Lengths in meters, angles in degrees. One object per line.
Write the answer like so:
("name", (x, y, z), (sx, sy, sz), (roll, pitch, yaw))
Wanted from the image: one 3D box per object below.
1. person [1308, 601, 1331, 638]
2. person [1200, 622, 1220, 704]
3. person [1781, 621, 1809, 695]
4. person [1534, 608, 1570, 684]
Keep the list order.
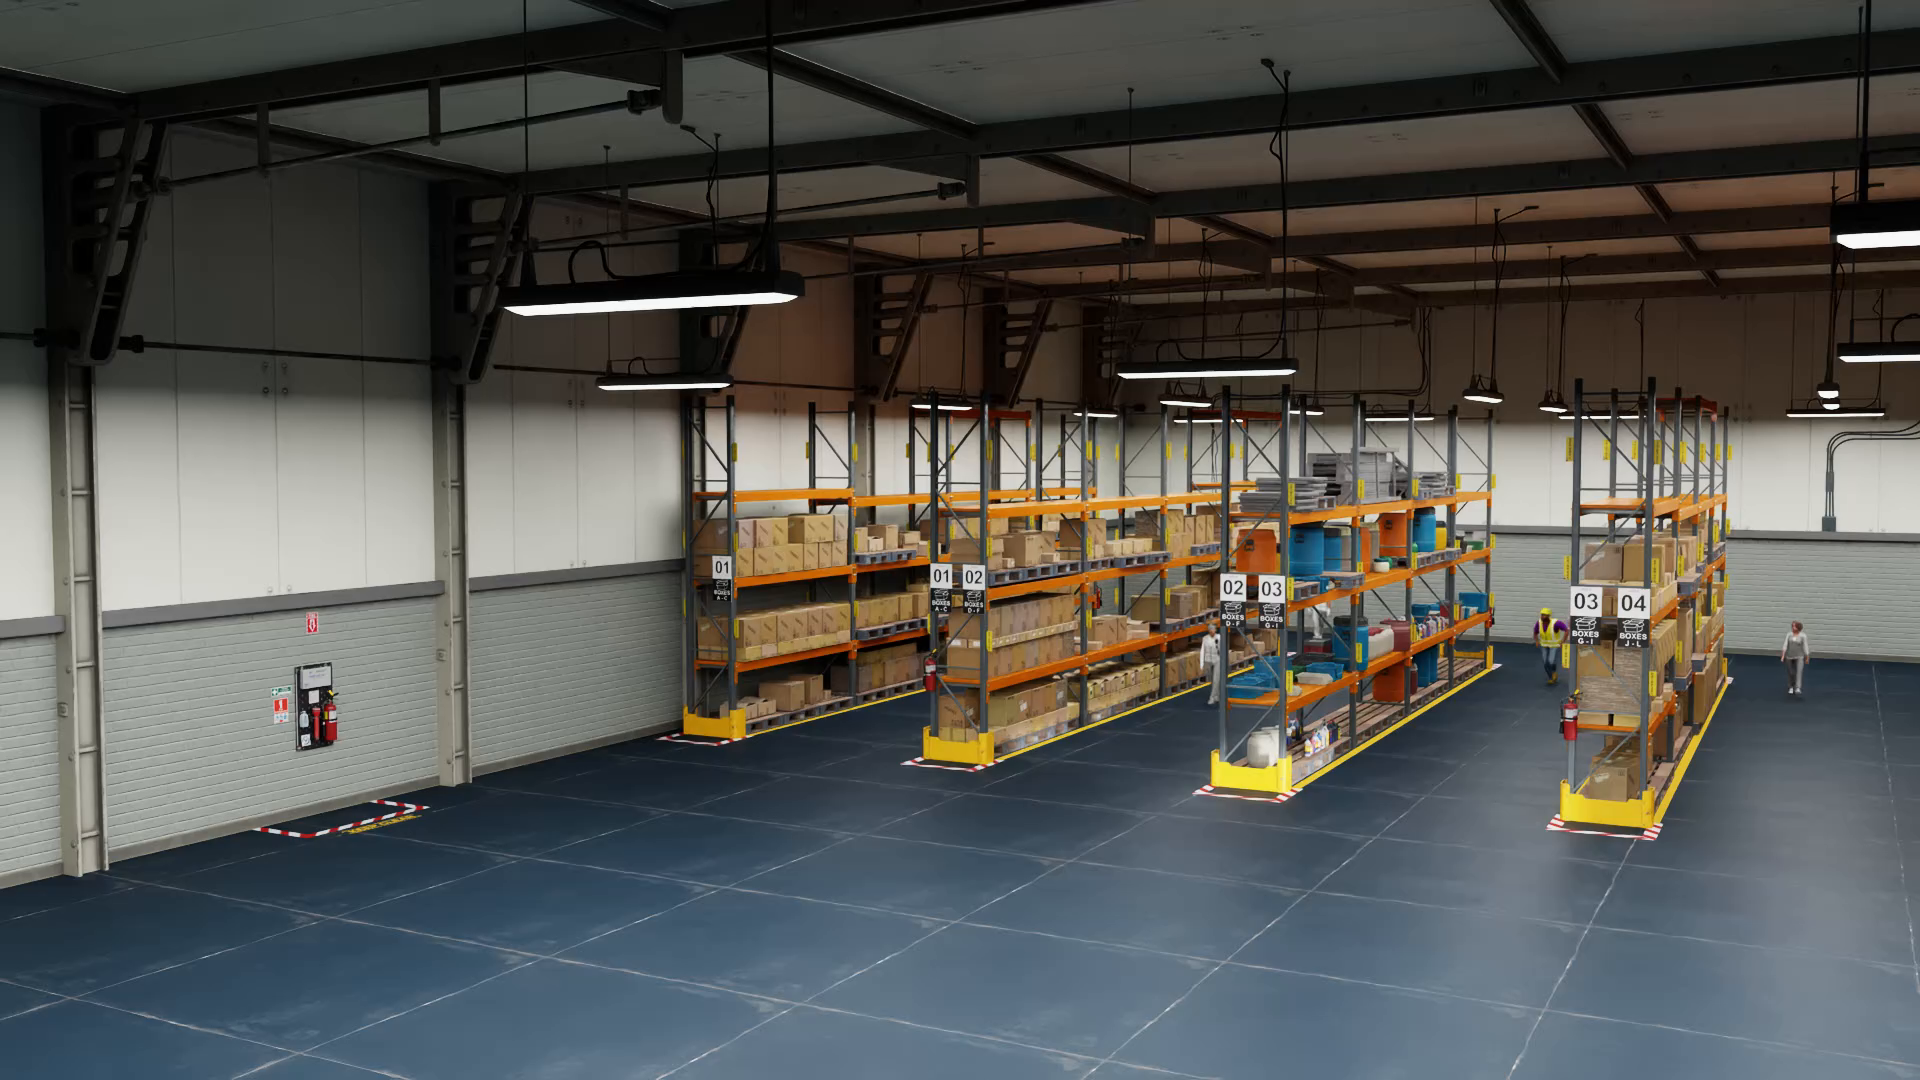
("person", (9.408, 1.831, 43.497), (0.542, 1.723, 1.136), (0, 3, 2))
("person", (4.989, 2.431, 32.922), (0.505, 1.625, 0.991), (2, 4, 33))
("person", (17.105, 2.422, 34.076), (0.483, 1.538, 1.011), (2, 4, 34))
("person", (12.753, 2.283, 35.851), (0.753, 1.666, 0.686), (2, 4, 36))
